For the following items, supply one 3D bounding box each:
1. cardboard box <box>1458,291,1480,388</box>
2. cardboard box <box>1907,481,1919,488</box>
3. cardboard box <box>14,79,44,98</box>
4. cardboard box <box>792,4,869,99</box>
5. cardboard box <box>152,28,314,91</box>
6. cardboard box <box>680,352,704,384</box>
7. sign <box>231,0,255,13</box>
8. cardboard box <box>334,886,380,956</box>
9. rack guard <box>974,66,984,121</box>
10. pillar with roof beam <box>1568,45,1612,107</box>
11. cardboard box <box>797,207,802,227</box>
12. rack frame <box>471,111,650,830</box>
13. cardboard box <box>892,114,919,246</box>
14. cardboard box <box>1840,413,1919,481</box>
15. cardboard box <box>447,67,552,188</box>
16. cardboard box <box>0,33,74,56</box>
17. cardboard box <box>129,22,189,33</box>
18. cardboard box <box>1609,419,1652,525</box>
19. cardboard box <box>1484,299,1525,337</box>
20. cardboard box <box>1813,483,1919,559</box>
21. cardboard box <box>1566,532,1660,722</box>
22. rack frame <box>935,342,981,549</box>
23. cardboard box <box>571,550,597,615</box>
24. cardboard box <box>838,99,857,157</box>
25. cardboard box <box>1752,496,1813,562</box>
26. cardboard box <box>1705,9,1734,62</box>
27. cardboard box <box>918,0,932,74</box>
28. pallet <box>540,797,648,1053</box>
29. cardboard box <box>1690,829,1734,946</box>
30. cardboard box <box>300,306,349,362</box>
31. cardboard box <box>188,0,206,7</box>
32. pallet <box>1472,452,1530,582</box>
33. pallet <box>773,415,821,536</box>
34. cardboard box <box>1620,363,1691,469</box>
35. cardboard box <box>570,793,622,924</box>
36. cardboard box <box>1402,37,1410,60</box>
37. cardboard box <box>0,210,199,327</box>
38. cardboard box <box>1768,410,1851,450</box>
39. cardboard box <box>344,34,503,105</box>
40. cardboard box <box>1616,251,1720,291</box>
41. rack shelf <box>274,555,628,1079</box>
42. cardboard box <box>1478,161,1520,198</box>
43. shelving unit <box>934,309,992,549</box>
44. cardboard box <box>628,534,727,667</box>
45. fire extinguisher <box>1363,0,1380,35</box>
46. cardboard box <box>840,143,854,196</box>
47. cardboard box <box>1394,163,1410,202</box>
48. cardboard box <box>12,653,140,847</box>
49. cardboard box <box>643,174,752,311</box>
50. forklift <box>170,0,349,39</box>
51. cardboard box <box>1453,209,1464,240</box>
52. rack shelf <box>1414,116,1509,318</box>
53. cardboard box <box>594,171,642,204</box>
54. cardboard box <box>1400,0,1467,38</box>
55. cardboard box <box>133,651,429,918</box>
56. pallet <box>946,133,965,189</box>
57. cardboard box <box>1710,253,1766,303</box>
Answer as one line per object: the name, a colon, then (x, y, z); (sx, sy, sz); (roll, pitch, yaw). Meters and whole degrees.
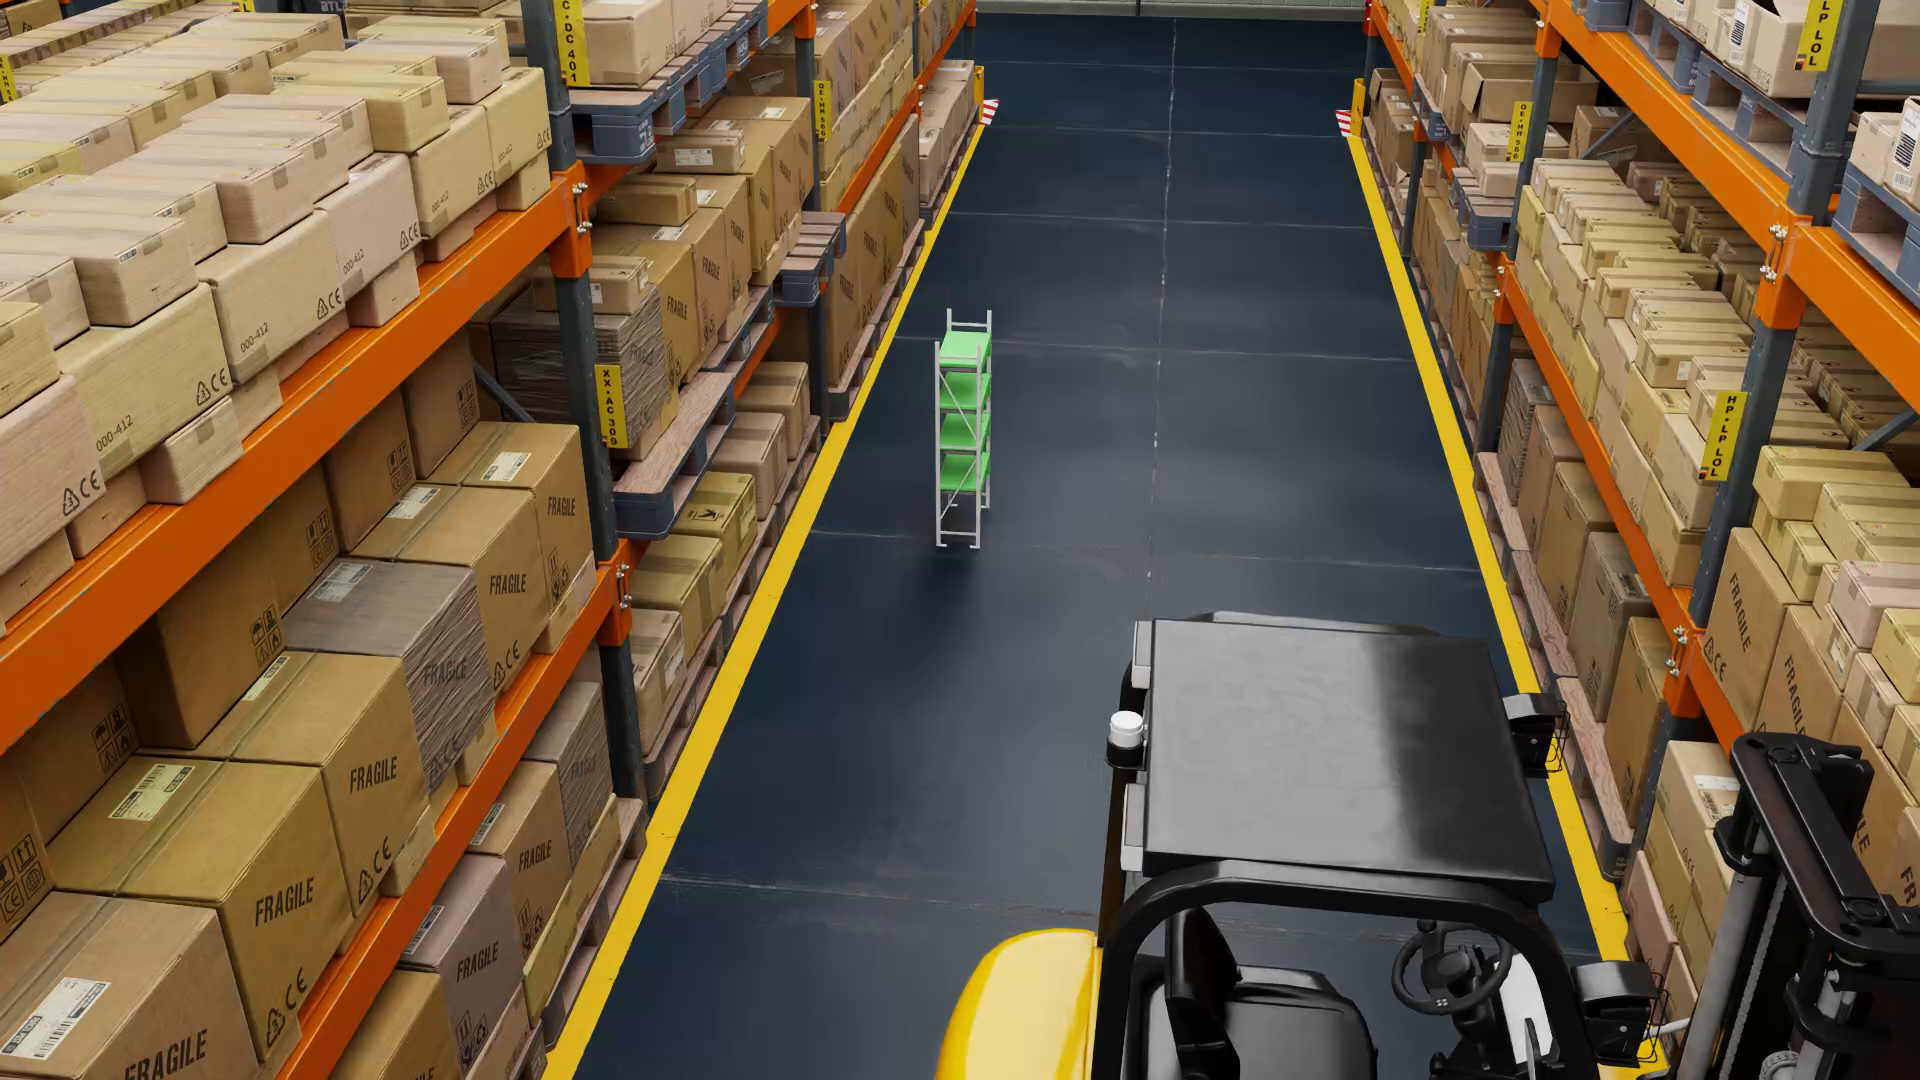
cardboard box: (3.509, -1.260, 10.619); (0.500, 0.500, 0.500); (3, 28, 5)
cardboard box: (3.426, -0.224, 6.135); (0.500, 0.250, 0.500); (3, 28, 5)
cardboard box: (-6.003, -2.800, 10.480); (0.380, 0.149, 0.250); (3, 28, 6)
cardboard box: (-0.894, -3.195, 10.858); (0.500, 0.500, 0.500); (4, 29, 8)
cardboard box: (-2.183, -1.441, 5.023); (0.380, 0.149, 0.250); (4, 29, 8)
cardboard box: (-1.365, -0.823, 7.436); (0.380, 0.149, 0.250); (4, 29, 7)
sign: (-2.369, -1.885, 5.464); (0.100, 0.325, 0.005); (3, 28, 6)
cardboard box: (-1.821, 0.982, 4.530); (0.380, 0.149, 0.250); (3, 28, 5)
rack guard: (-0.344, -4.692, 17.433); (1.175, 0.500, 0.348); (3, 28, 6)
pillar with roof beam: (0.797, -6.779, 12.345); (9.100, 9.000, 0.400); (3, 28, 6)
cardboard box: (-1.095, -1.792, 9.235); (0.380, 0.149, 0.250); (4, 29, 7)
rack frame: (-1.818, -0.133, 6.334); (1.000, 3.000, 0.127); (3, 28, 6)
cardboard box: (-0.834, -2.852, 13.178); (0.875, 0.875, 0.875); (4, 29, 8)
cardboard box: (3.365, -0.329, 5.908); (0.380, 0.149, 0.250); (3, 28, 5)
cardboard box: (-1.605, -1.294, 5.172); (0.500, 0.250, 0.500); (3, 28, 6)
cardboard box: (-6.487, -3.458, 11.701); (0.380, 0.149, 0.250); (5, 29, 9)
cardboard box: (-5.778, -3.661, 12.078); (0.380, 0.149, 0.250); (2, 28, 4)
cardboard box: (2.967, -0.270, 6.746); (0.500, 0.250, 0.500); (3, 28, 6)
cardboard box: (3.408, -1.346, 10.095); (0.380, 0.149, 0.250); (2, 28, 4)
cardboard box: (2.851, -0.045, 5.067); (0.380, 0.149, 0.250); (4, 29, 7)
cardboard box: (3.265, 0.403, 7.400); (0.875, 0.625, 0.625); (3, 28, 6)
rack frame: (-0.010, -0.491, 8.897); (0.240, 1.200, 0.015); (3, 28, 6)
cardboard box: (-1.554, 0.147, 6.080); (0.380, 0.149, 0.250); (3, 28, 6)
cardboard box: (-0.956, -2.637, 10.614); (0.500, 0.250, 0.500); (4, 29, 7)
cardboard box: (2.809, -0.041, 5.374); (0.380, 0.149, 0.250); (3, 28, 5)
cardboard box: (2.943, -1.820, 6.021); (0.380, 0.149, 0.250); (3, 28, 6)
cardboard box: (-0.520, -4.148, 13.682); (0.500, 0.500, 0.500); (4, 29, 8)
pallet: (-1.865, 1.413, 6.405); (1.003, 0.211, 1.213); (3, 28, 6)
cardboard box: (2.666, 1.189, 5.283); (0.500, 0.250, 0.500); (3, 28, 6)
cardboard box: (-1.809, -0.576, 4.259); (0.380, 0.149, 0.250); (4, 29, 7)
cardboard box: (-6.267, -4.316, 13.294); (0.380, 0.149, 0.250); (5, 29, 9)
pallet: (3.460, -0.116, 9.243); (1.003, 0.211, 1.213); (3, 28, 6)
pallet: (-1.425, -0.420, 9.808); (1.003, 0.211, 1.213); (3, 28, 6)
cardboard box: (2.971, -0.489, 6.626); (0.500, 0.250, 0.500); (3, 28, 5)
cardboard box: (-1.623, 1.187, 6.341); (0.500, 0.250, 0.500); (5, 29, 9)
cardboard box: (3.958, -4.158, 14.069); (0.380, 0.149, 0.250); (3, 28, 5)
cardboard box: (-1.802, -0.555, 3.378); (0.380, 0.149, 0.250); (4, 29, 8)
cardboard box: (2.931, -0.350, 5.947); (0.380, 0.149, 0.250); (4, 29, 8)
cardboard box: (-1.595, -1.405, 4.957); (0.380, 0.149, 0.250); (3, 28, 5)
cardboard box: (3.184, -1.190, 7.506); (0.380, 0.149, 0.250); (3, 28, 6)
rack shelf: (-2.063, 1.125, 4.757); (1.077, 0.370, 4.000); (3, 28, 6)
cardboard box: (3.299, -2.135, 9.872); (0.380, 0.149, 0.250); (4, 29, 7)
shelving unit: (0.020, -0.606, 9.110); (0.258, 1.200, 0.503); (3, 28, 6)
cardboard box: (-1.671, 0.253, 7.945); (0.950, 0.372, 0.625); (5, 29, 9)
fire extinguisher: (4.139, -5.393, 16.572); (0.296, 0.674, 0.183); (3, 28, 6)
cardboard box: (-0.972, -2.408, 10.716); (0.500, 0.250, 0.500); (3, 28, 5)
cardboard box: (3.910, -3.041, 14.171); (0.396, 0.266, 0.258); (4, 29, 8)
cardboard box: (-2.432, 0.398, 3.876); (0.700, 0.500, 0.500); (3, 28, 6)
cardboard box: (-1.288, -1.407, 7.837); (0.500, 0.500, 0.500); (2, 28, 4)
forklift: (-3.867, -1.853, 9.600); (3.031, 2.935, 1.130); (-4, 29, -7)
cardboard box: (3.684, -2.210, 11.699); (0.380, 0.149, 0.250); (4, 29, 8)
rack shelf: (3.844, -2.354, 11.215); (1.077, 0.370, 4.000); (3, 28, 6)
cardboard box: (-1.797, -1.446, 7.910); (0.500, 0.500, 0.500); (2, 28, 4)
cardboard box: (4.031, -4.402, 14.102); (0.500, 0.250, 0.500); (3, 28, 6)
cardboard box: (-1.799, 0.644, 4.472); (0.500, 0.500, 0.500); (3, 28, 5)
pallet: (-0.520, -3.600, 15.710); (1.003, 0.211, 1.213); (3, 28, 6)
cardboard box: (3.591, -1.170, 7.470); (0.380, 0.149, 0.250); (4, 29, 8)
